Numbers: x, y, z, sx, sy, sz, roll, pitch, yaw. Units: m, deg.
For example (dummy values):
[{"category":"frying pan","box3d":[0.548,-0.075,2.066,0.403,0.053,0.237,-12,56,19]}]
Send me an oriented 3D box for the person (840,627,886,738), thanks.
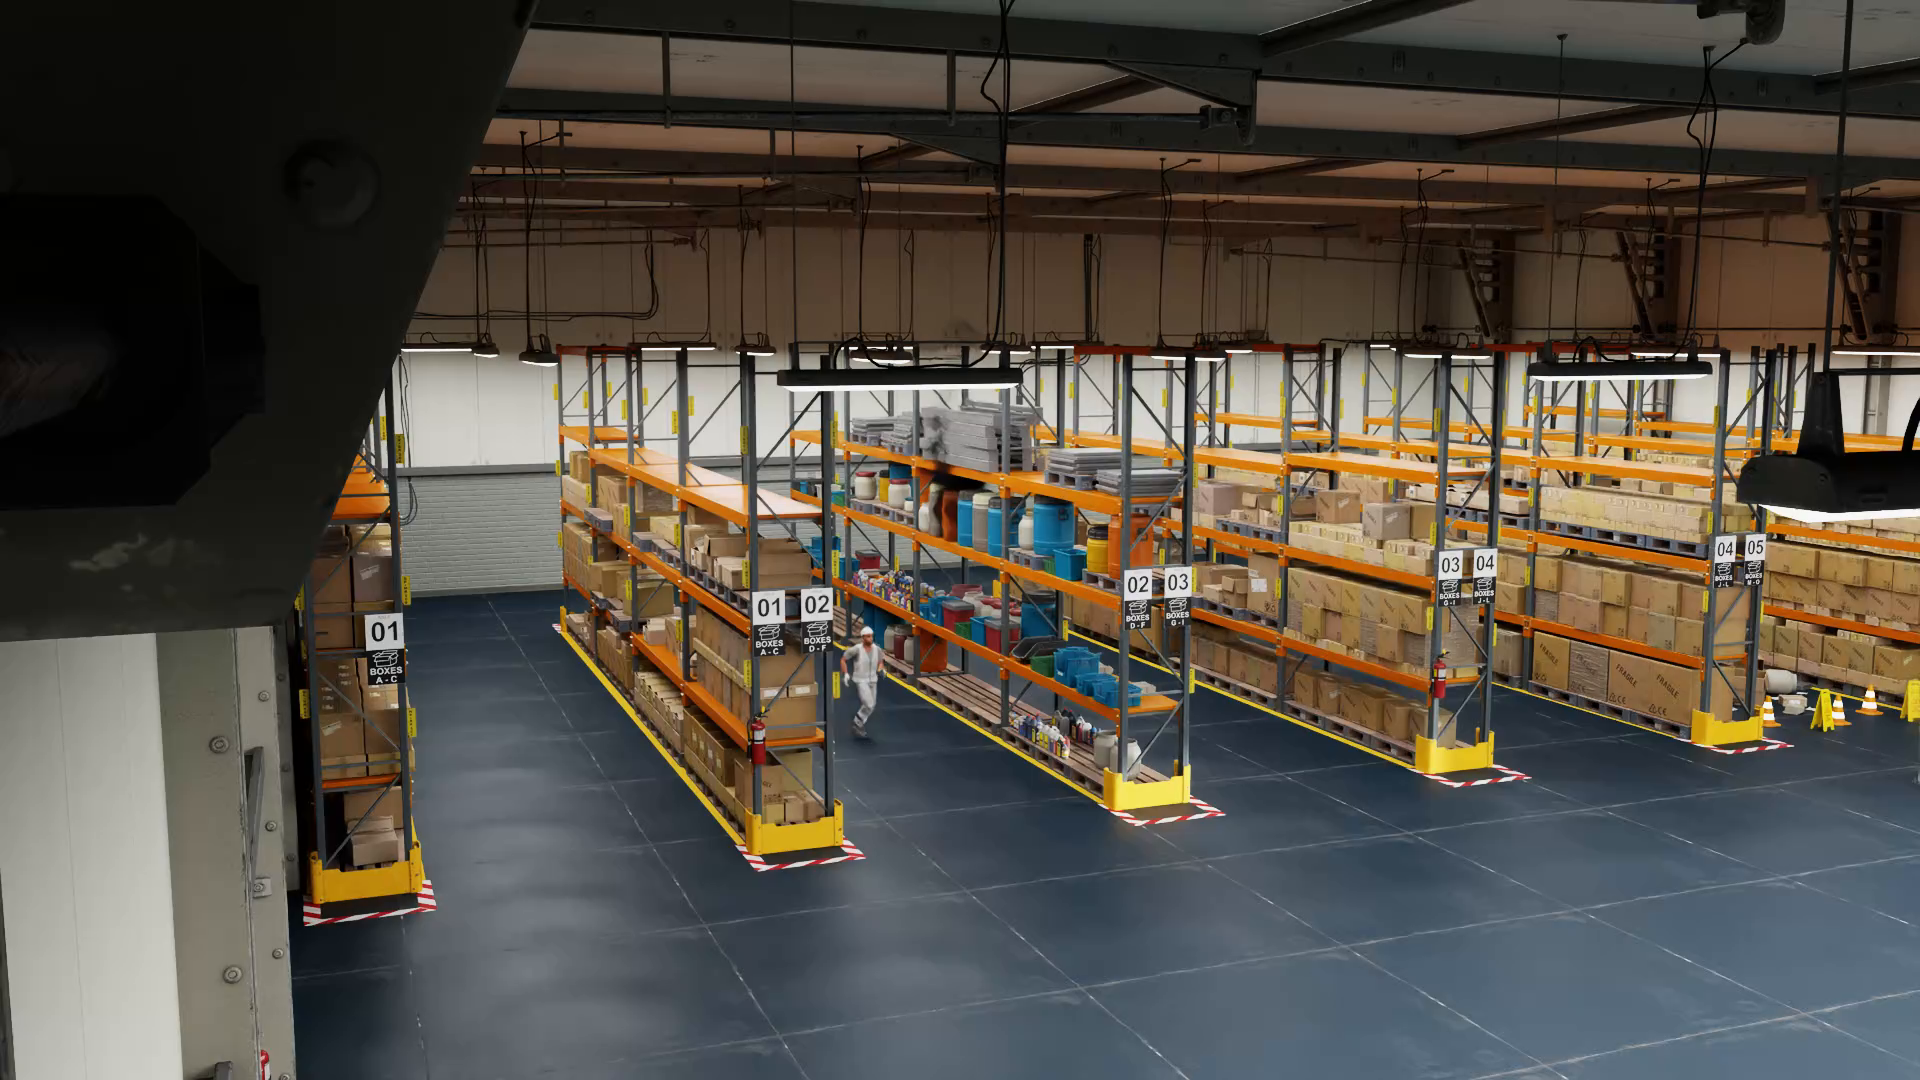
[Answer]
[{"category":"person","box3d":[-1.440,2.199,25.604,0.654,1.739,0.739,-6,9,-38]}]
